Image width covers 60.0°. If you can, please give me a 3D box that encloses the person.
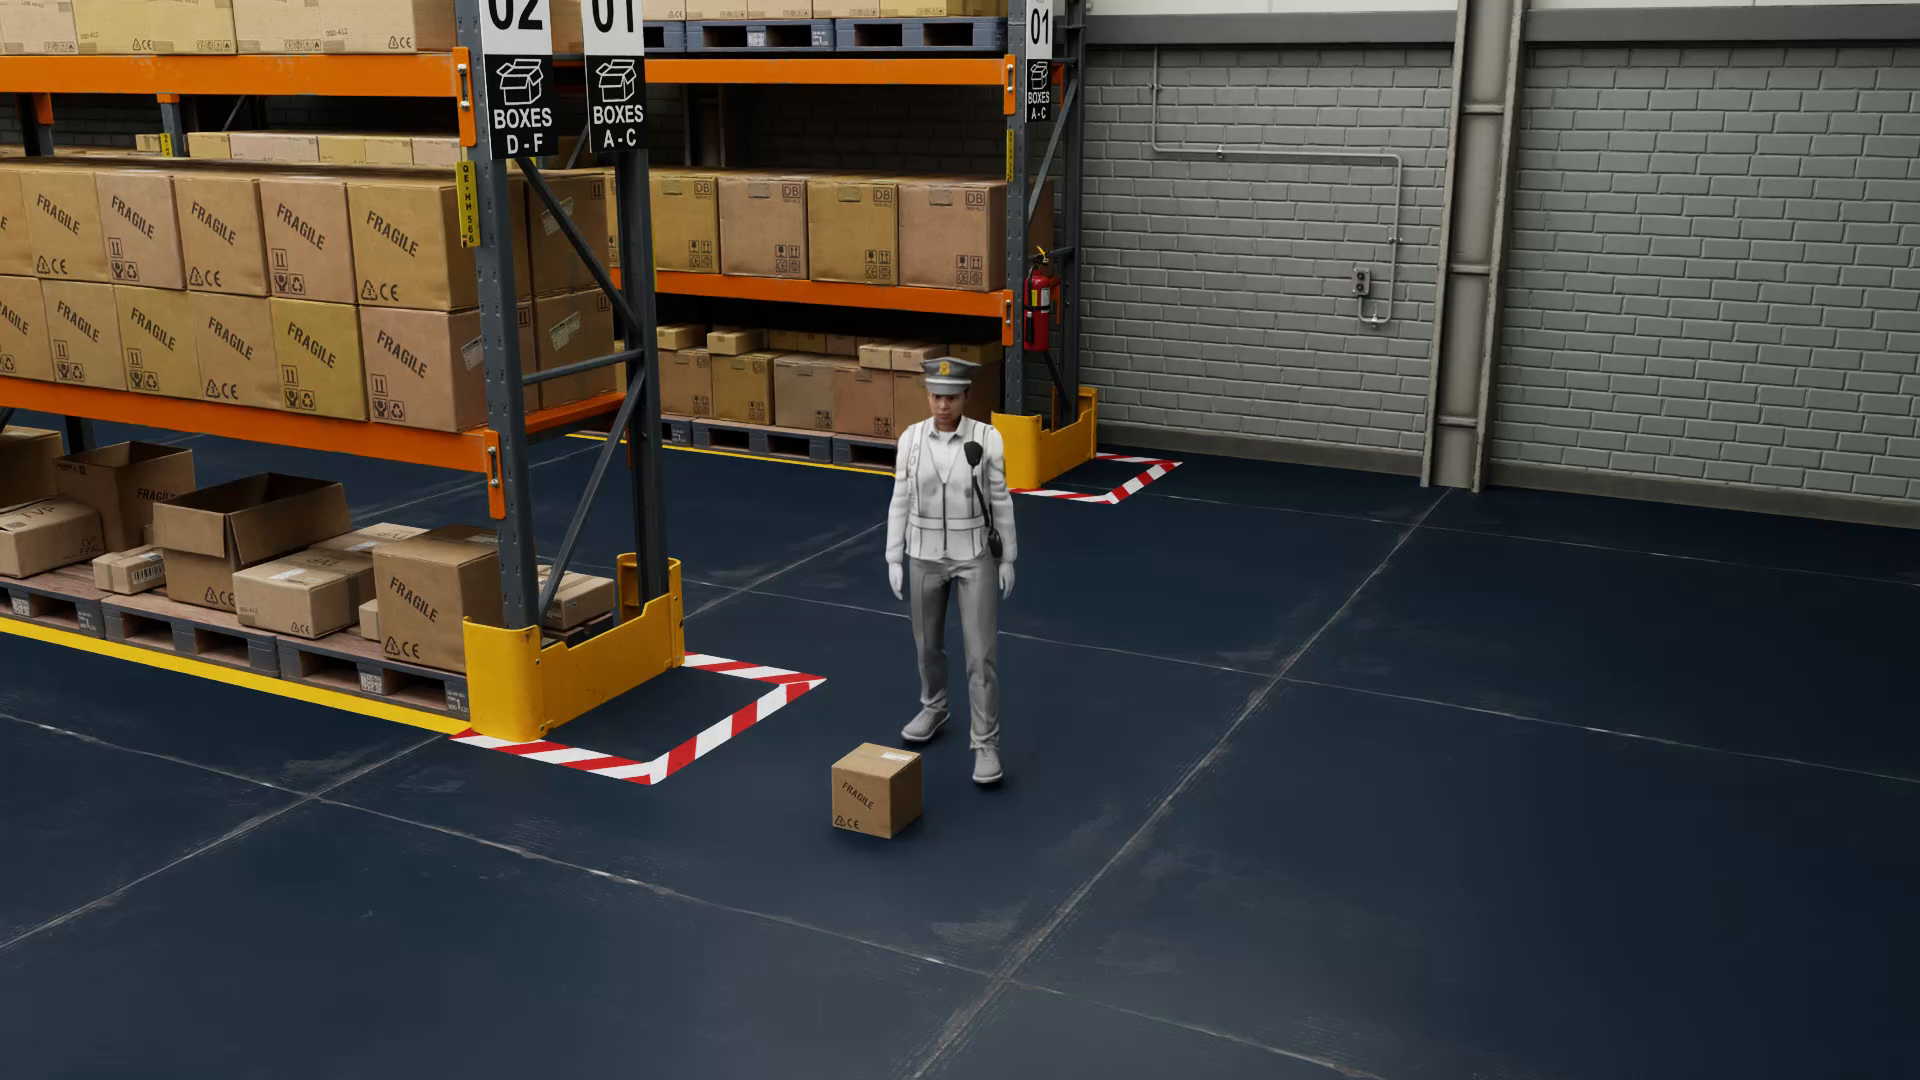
[{"bbox_3d":[-0.039,0.082,6.655,0.522,1.664,0.639,3,16,10],"label":"person"}]
